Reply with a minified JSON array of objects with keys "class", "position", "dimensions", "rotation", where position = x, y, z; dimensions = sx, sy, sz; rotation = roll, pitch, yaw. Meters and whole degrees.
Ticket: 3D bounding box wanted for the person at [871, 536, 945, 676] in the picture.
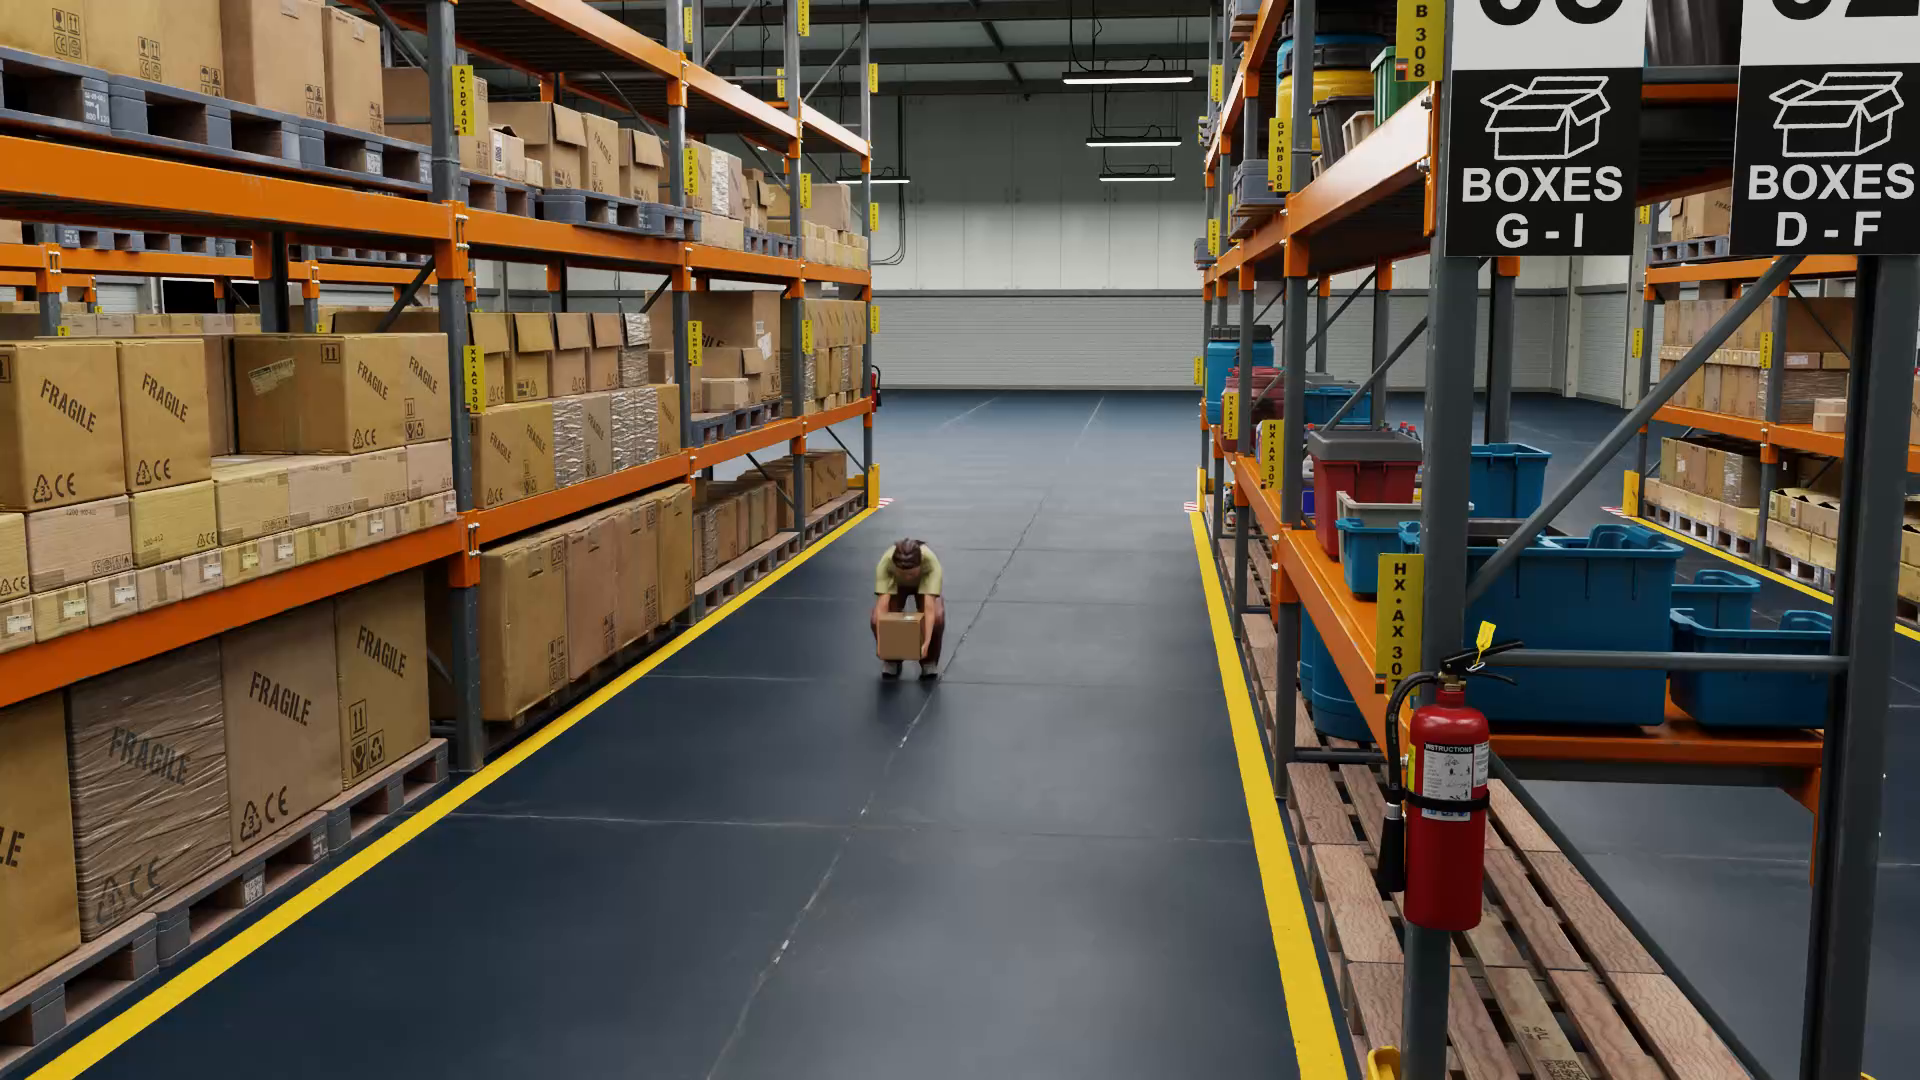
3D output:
[{"class":"person","position":[-0.326,0.418,10.539],"dimensions":[0.469,0.921,0.839],"rotation":[1,8,4]}]
